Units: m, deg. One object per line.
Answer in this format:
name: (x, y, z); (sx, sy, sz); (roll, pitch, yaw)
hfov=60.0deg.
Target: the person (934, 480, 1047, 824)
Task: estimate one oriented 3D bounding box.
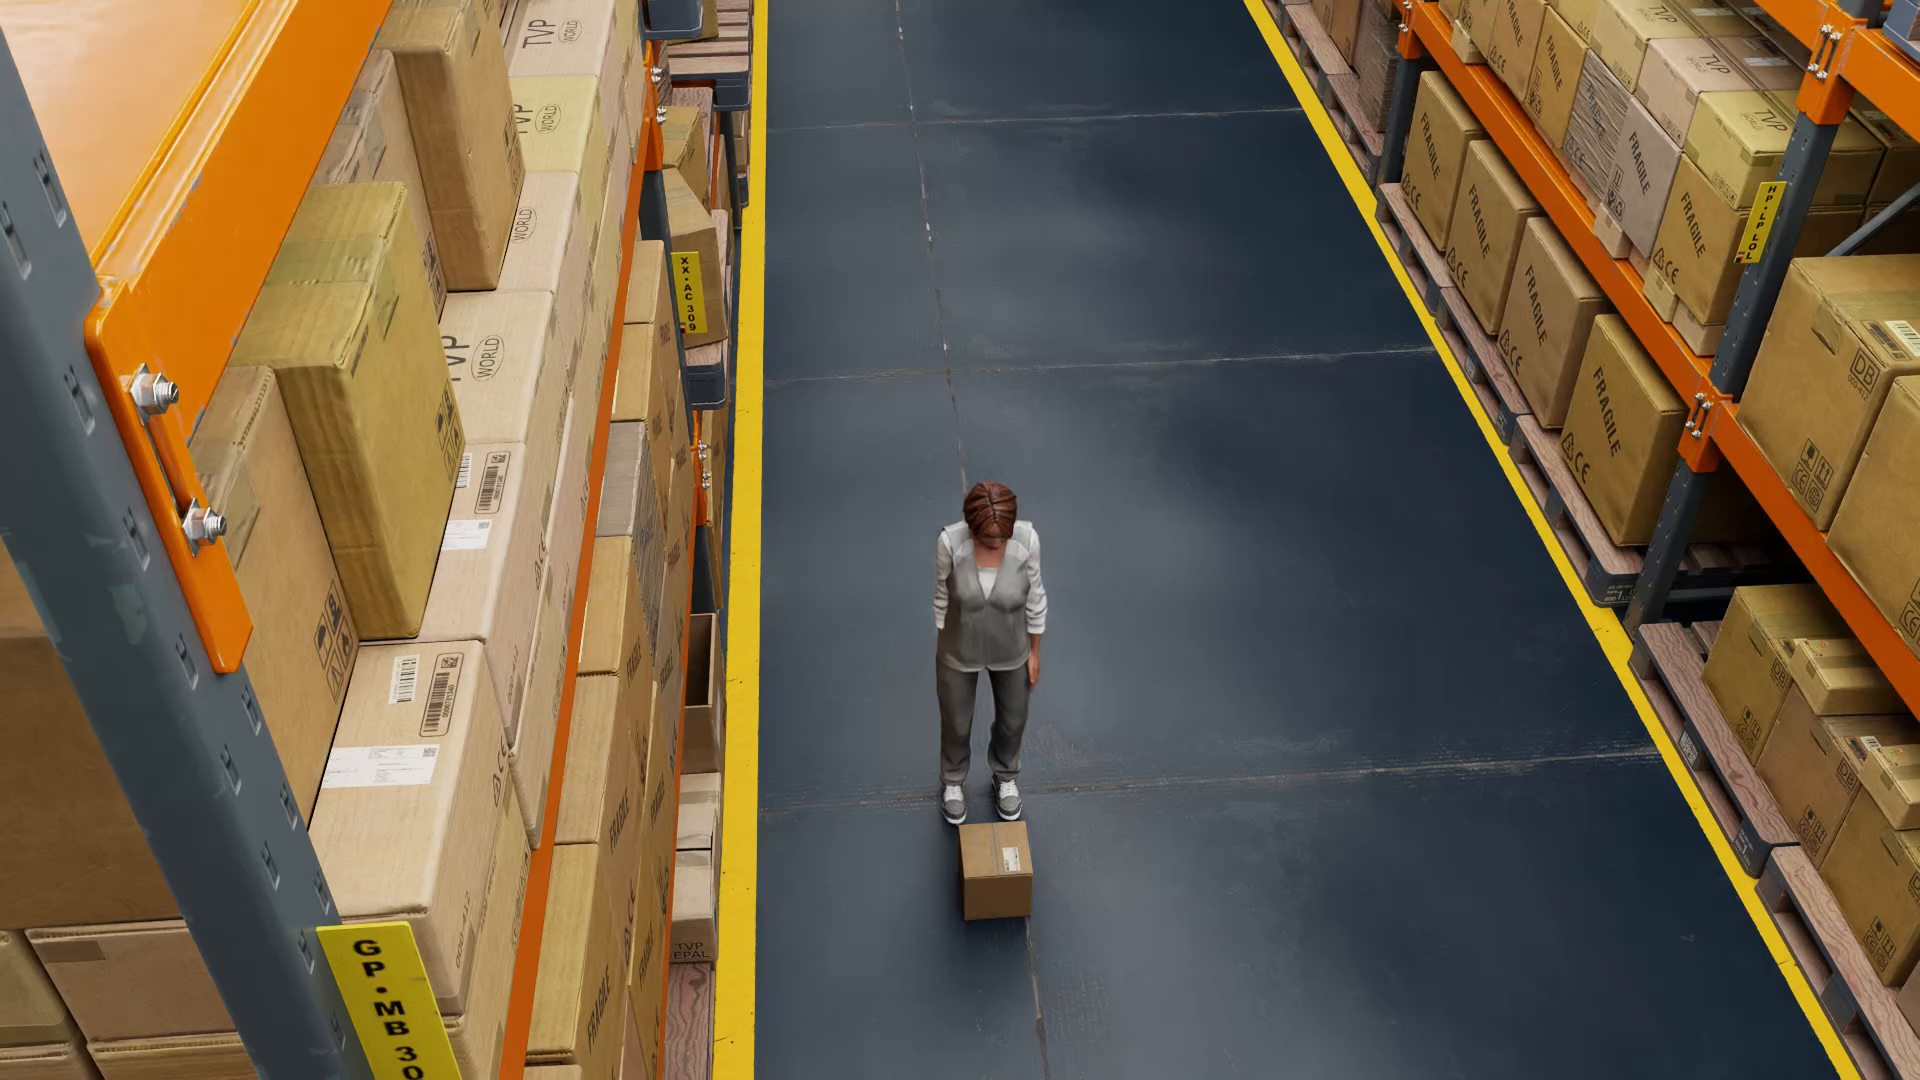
person: (0.109, 0.415, 6.107); (0.409, 1.576, 0.304); (-2, 40, -3)
